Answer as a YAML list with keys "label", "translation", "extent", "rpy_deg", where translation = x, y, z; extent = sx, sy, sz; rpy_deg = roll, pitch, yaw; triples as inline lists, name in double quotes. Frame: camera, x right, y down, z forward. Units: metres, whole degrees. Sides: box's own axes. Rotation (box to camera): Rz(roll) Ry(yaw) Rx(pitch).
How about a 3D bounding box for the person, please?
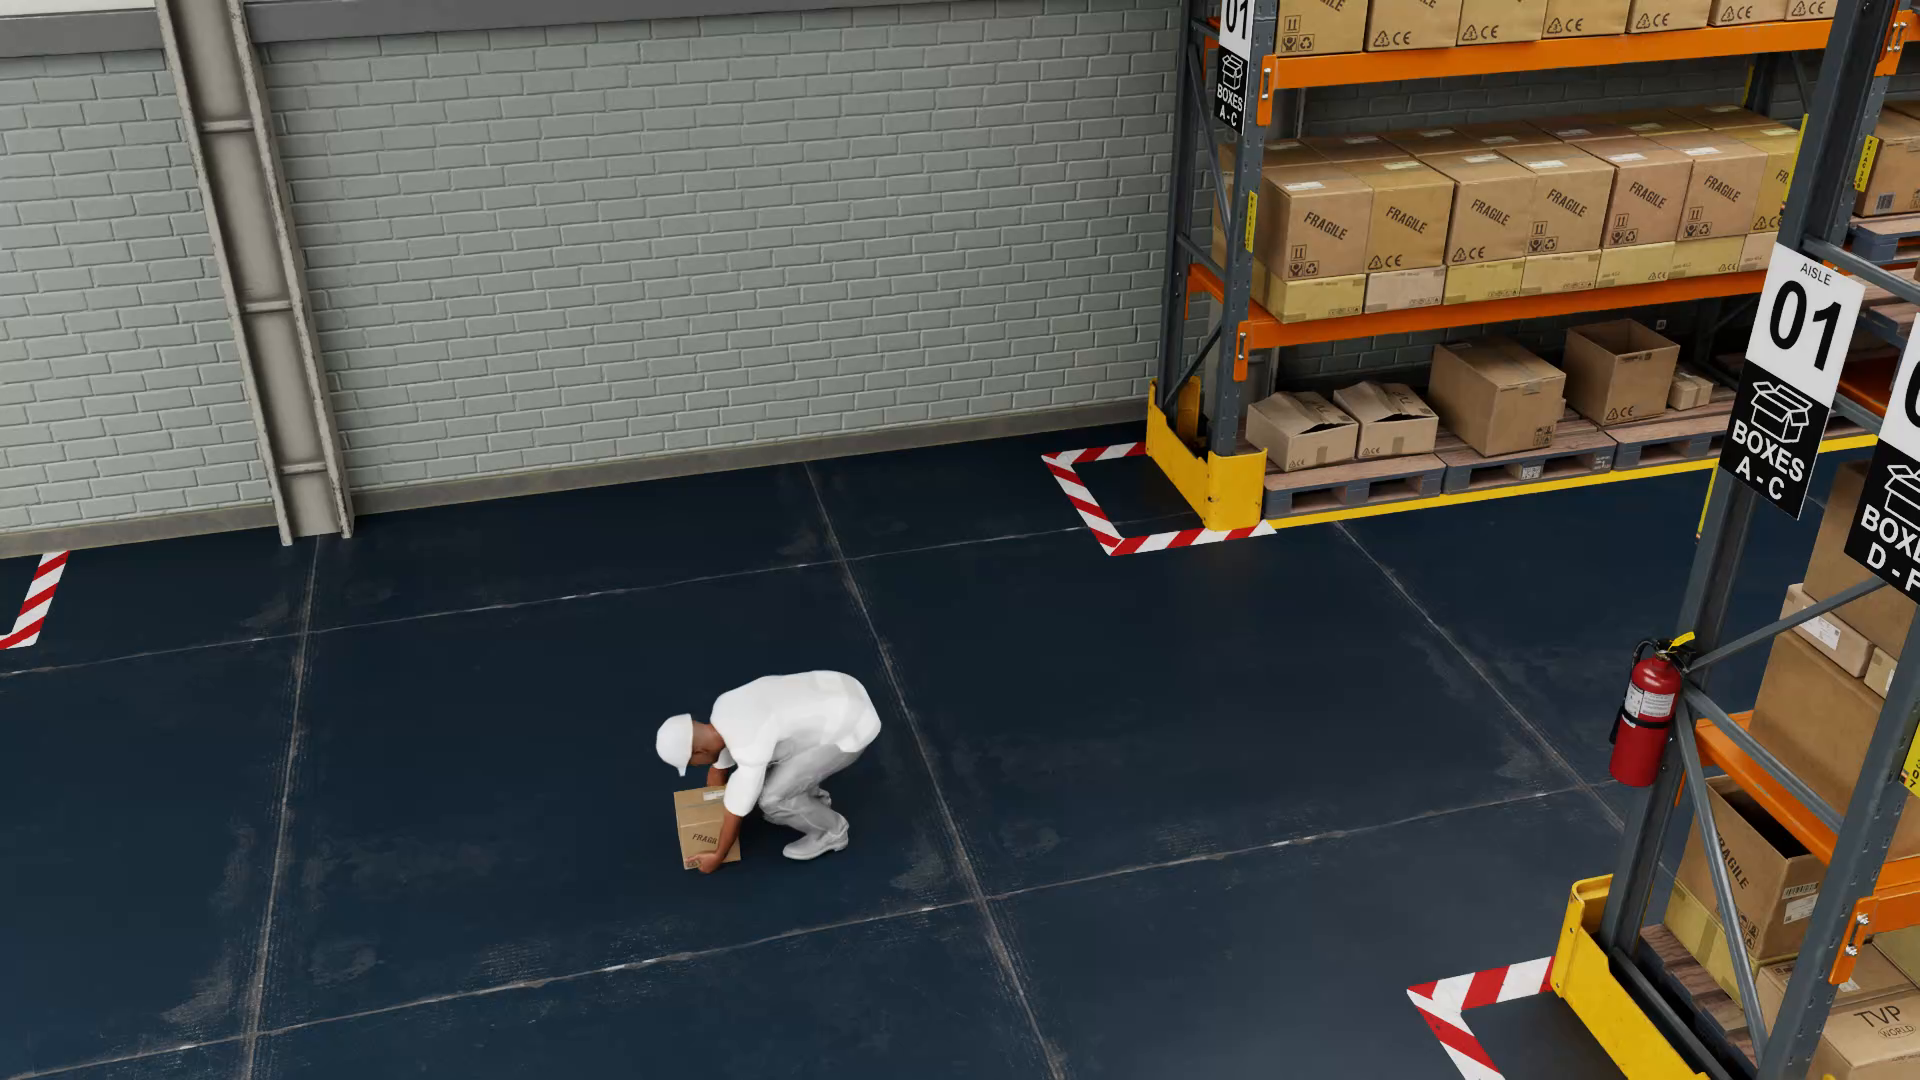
- label: "person"
  translation: [-0.840, 1.022, 7.411]
  extent: [0.980, 0.843, 0.514]
  rpy_deg: [-9, 31, -15]
